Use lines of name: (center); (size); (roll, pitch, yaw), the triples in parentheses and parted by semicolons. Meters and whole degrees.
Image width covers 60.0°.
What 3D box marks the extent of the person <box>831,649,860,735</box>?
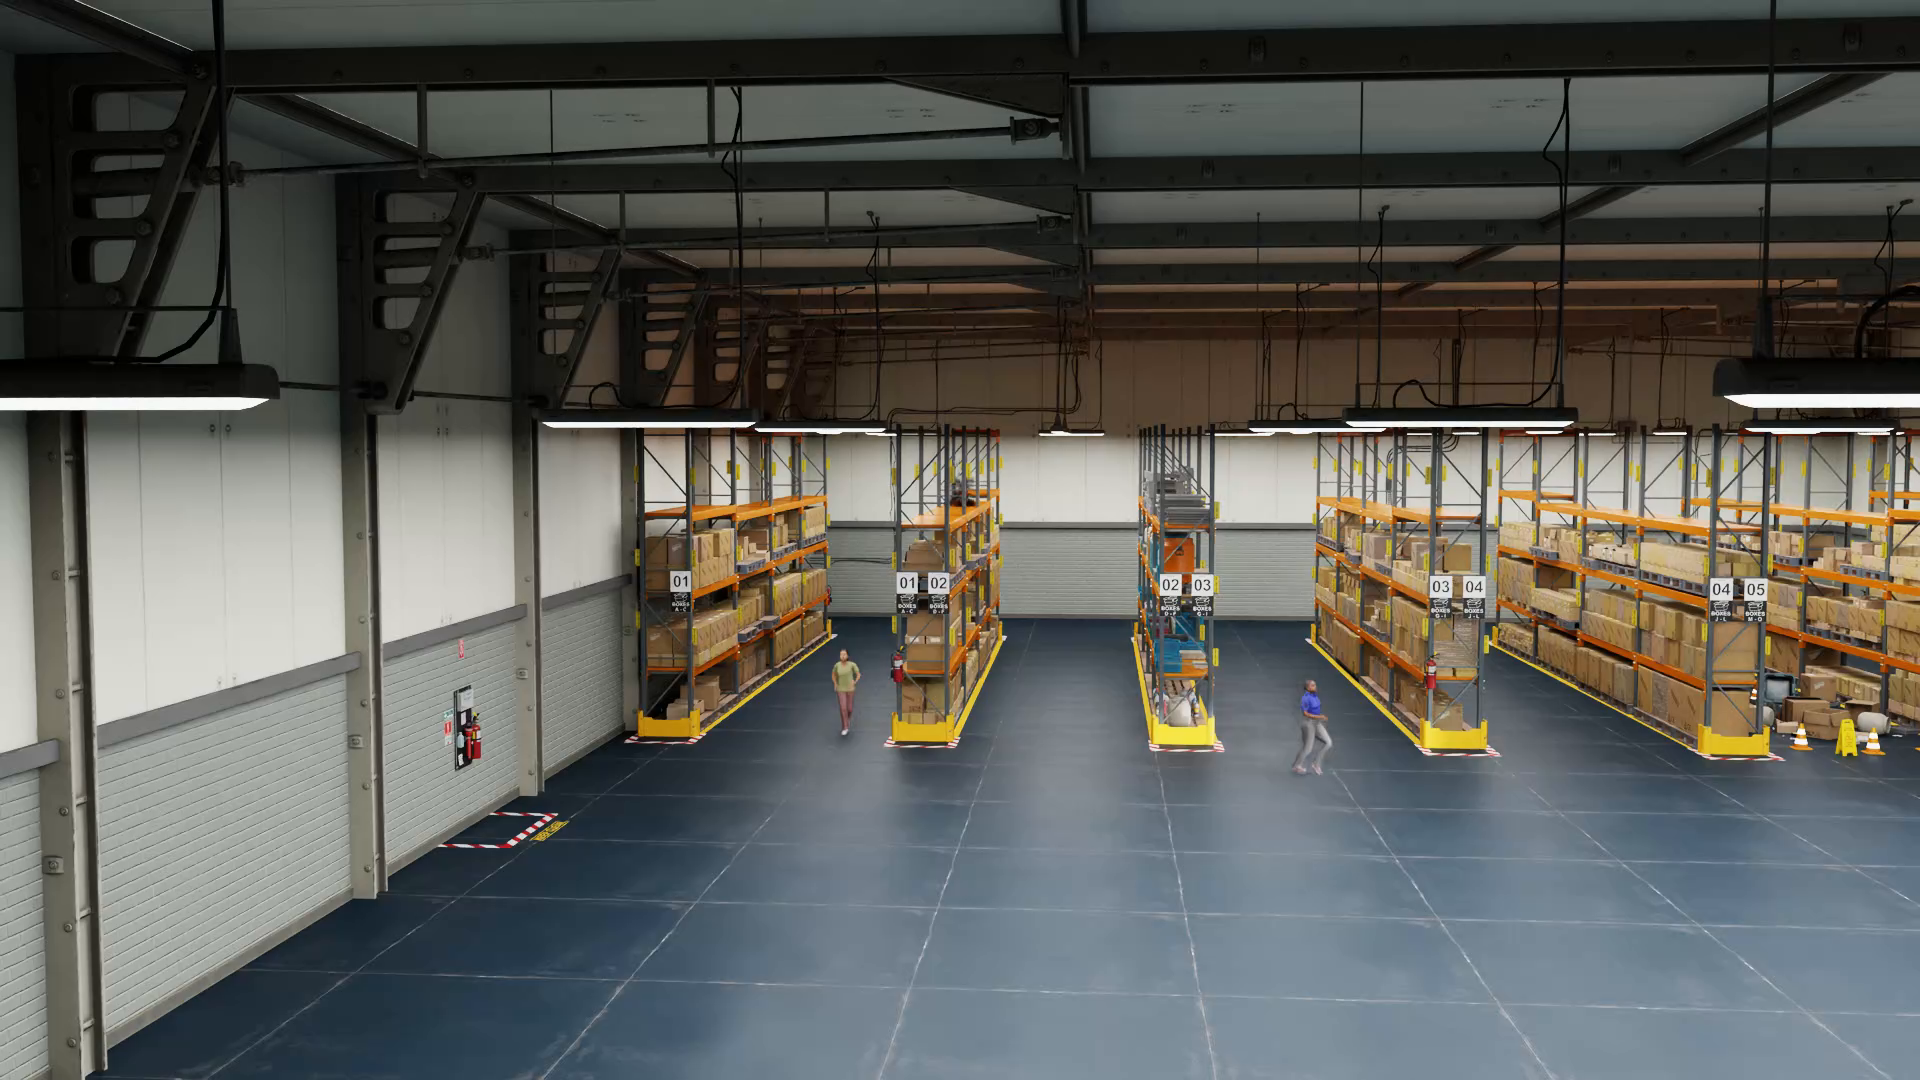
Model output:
person: (-2.228, 2.940, 32.394); (0.575, 1.653, 0.687); (0, 3, 1)

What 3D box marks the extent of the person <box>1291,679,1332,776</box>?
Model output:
person: (6.002, 3.195, 28.341); (0.703, 1.663, 0.582); (3, 5, 42)
